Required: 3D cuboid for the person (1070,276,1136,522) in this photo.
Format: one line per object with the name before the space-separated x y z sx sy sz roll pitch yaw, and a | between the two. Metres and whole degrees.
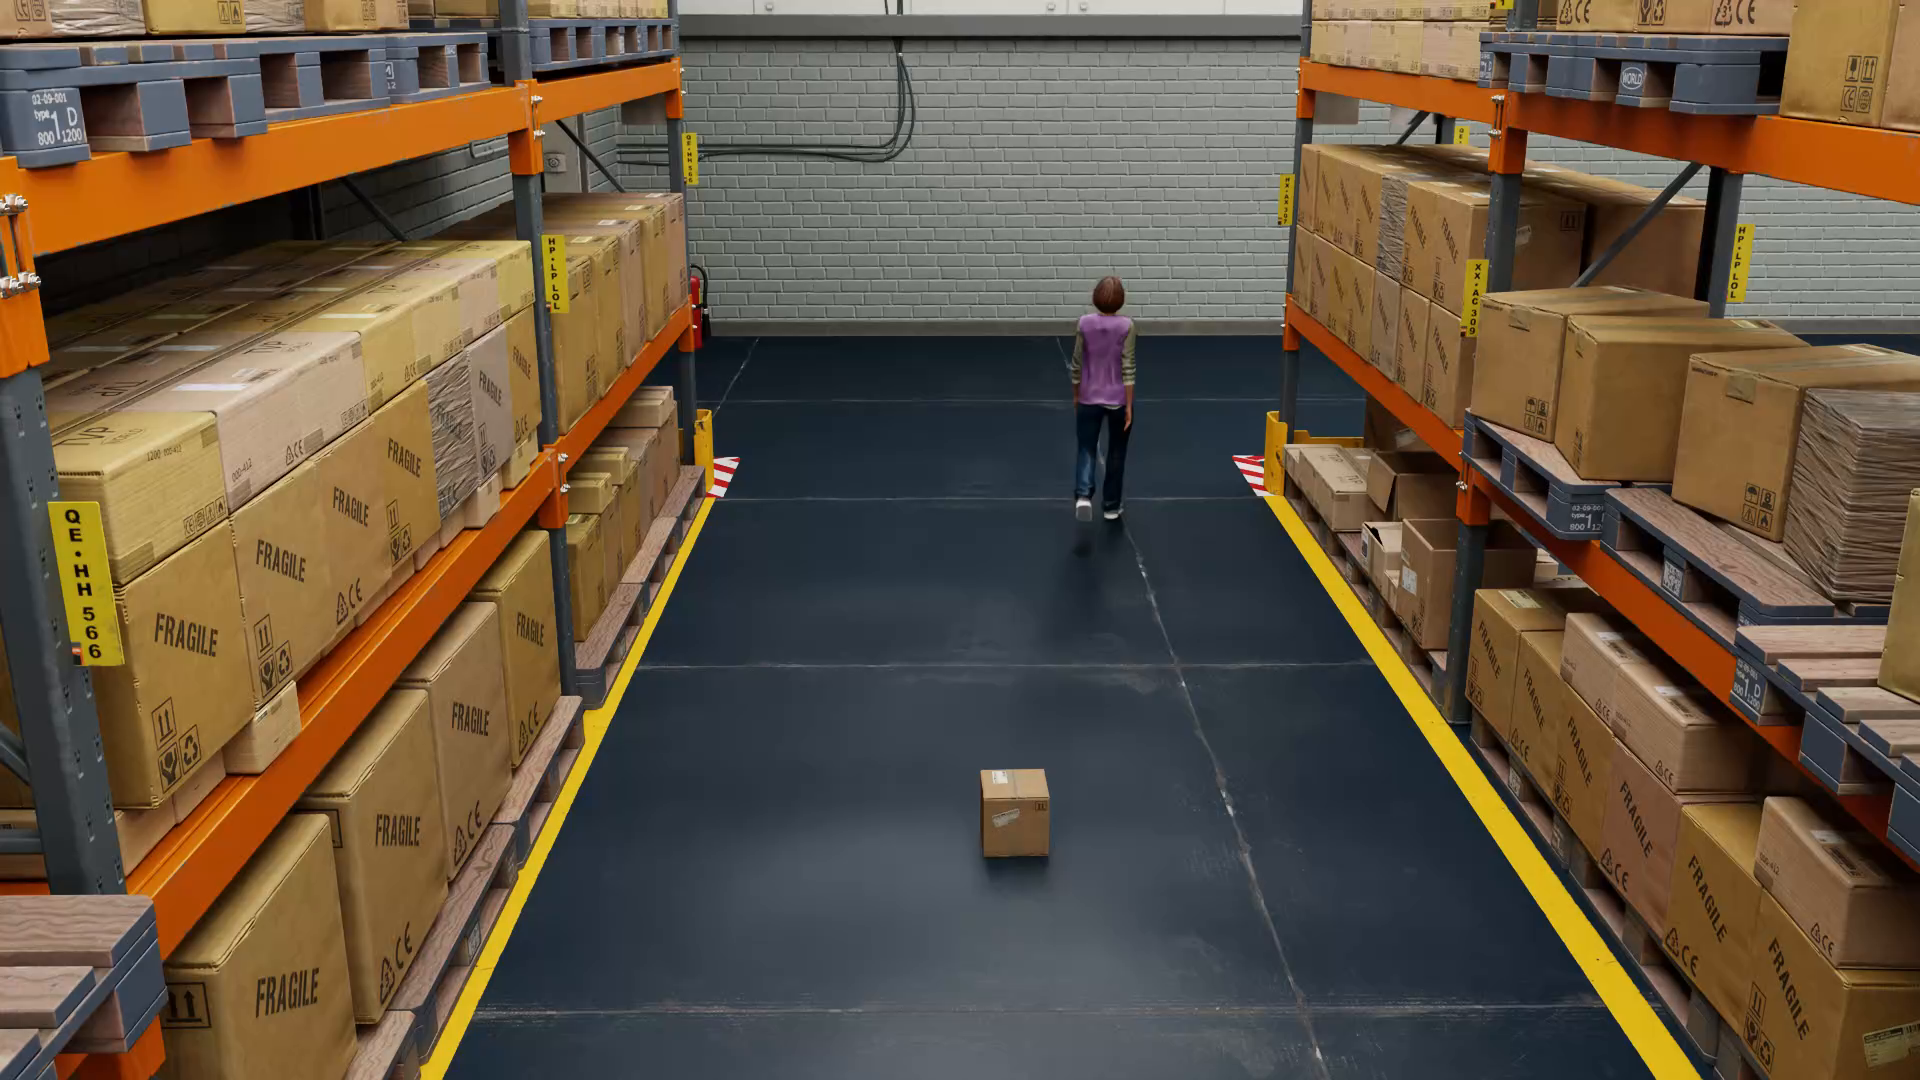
person | 0.872 -0.839 10.219 0.412 1.564 0.788 3 18 11
